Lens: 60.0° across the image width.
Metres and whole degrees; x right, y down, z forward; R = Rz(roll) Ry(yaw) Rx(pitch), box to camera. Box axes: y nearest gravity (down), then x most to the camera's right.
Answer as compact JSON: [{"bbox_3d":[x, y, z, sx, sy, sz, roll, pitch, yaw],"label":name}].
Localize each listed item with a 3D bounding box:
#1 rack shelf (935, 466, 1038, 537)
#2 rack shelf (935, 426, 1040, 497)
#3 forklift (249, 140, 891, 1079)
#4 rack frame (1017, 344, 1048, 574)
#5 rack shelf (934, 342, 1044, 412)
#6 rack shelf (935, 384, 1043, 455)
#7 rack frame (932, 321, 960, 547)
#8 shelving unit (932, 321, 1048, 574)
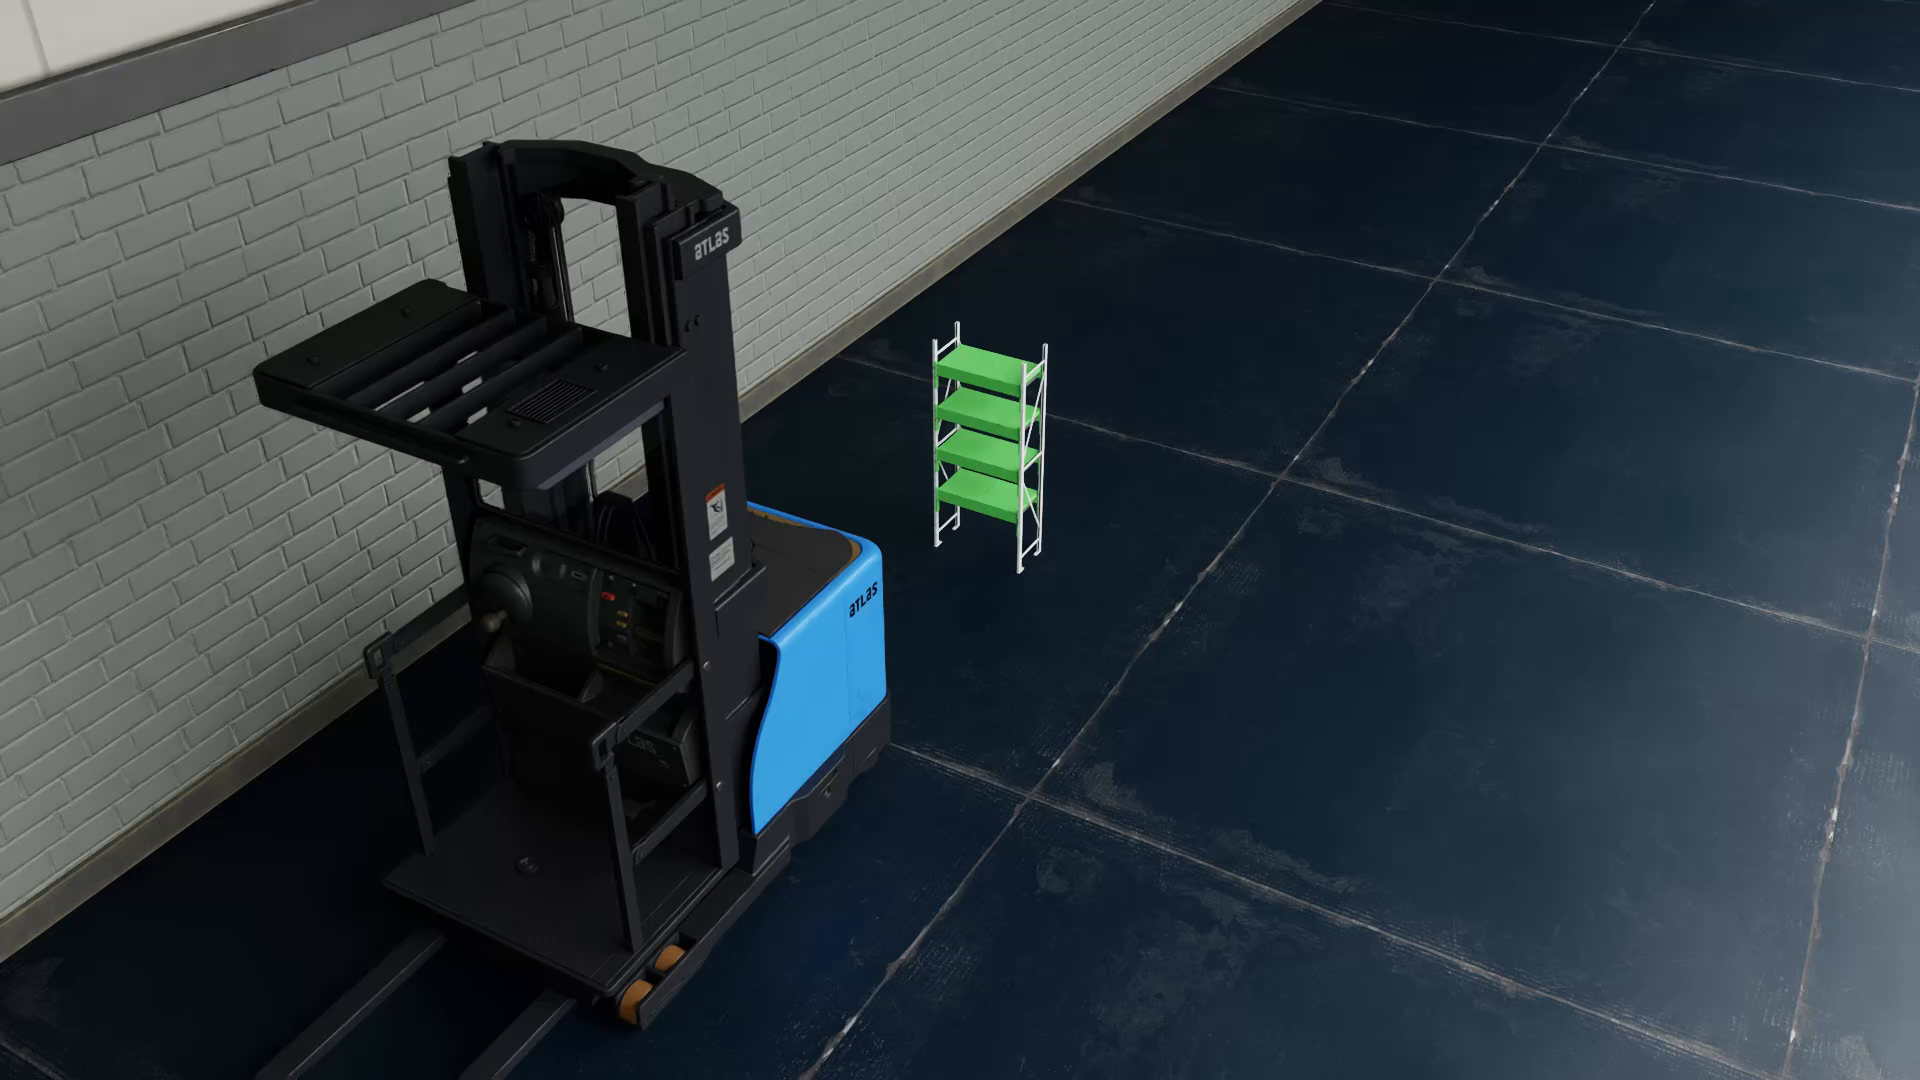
[{"bbox_3d":[0.144,-0.201,8.518,0.480,0.148,0.258,18,37,24],"label":"rack shelf"},{"bbox_3d":[0.144,-0.401,8.384,0.480,0.148,0.258,18,37,24],"label":"rack shelf"},{"bbox_3d":[-1.461,0.268,5.703,1.130,2.935,3.031,17,37,24],"label":"forklift"},{"bbox_3d":[0.356,-0.387,8.248,0.015,1.200,0.240,18,37,24],"label":"rack frame"},{"bbox_3d":[0.144,-0.800,8.118,0.480,0.148,0.258,18,37,24],"label":"rack shelf"},{"bbox_3d":[0.144,-0.600,8.251,0.480,0.148,0.258,18,37,24],"label":"rack shelf"},{"bbox_3d":[-0.068,-0.521,8.450,0.015,1.200,0.240,18,37,24],"label":"rack frame"},{"bbox_3d":[0.144,-0.454,8.349,0.503,1.200,0.258,18,37,24],"label":"shelving unit"}]
